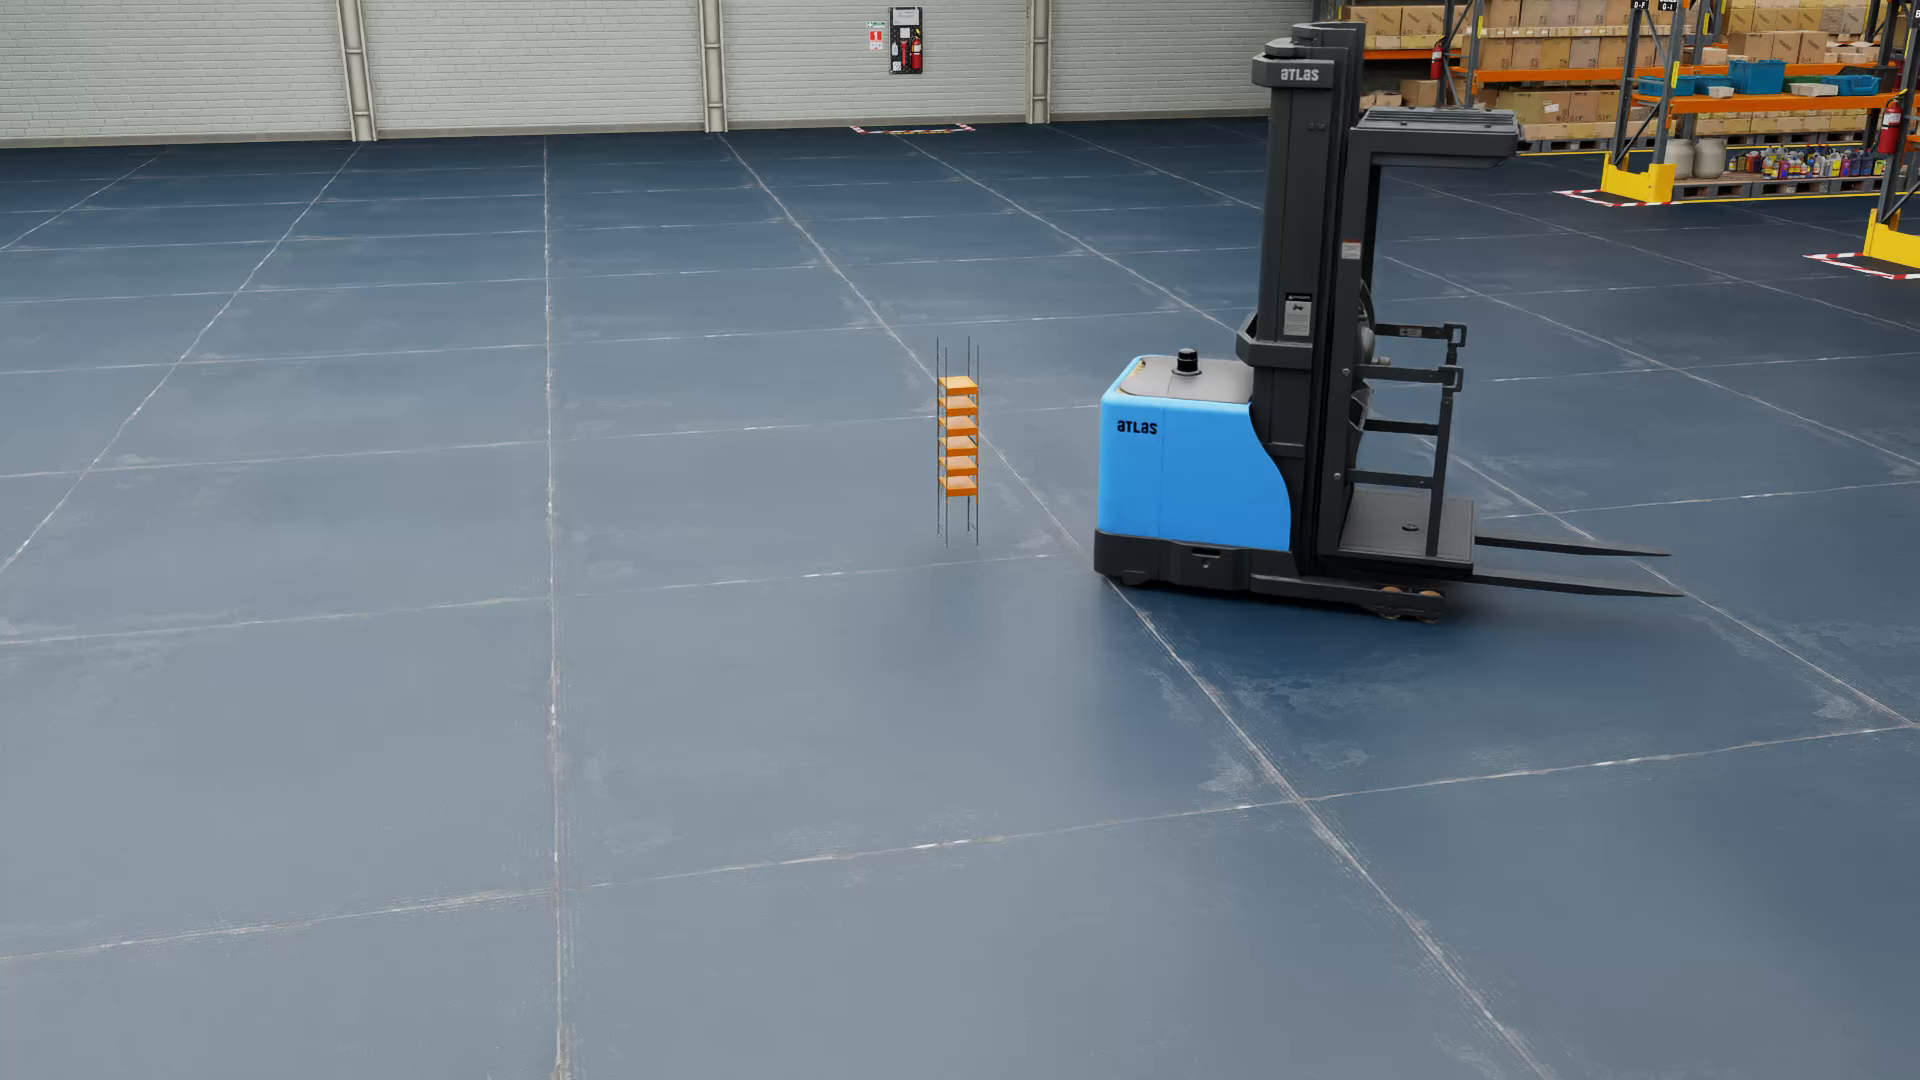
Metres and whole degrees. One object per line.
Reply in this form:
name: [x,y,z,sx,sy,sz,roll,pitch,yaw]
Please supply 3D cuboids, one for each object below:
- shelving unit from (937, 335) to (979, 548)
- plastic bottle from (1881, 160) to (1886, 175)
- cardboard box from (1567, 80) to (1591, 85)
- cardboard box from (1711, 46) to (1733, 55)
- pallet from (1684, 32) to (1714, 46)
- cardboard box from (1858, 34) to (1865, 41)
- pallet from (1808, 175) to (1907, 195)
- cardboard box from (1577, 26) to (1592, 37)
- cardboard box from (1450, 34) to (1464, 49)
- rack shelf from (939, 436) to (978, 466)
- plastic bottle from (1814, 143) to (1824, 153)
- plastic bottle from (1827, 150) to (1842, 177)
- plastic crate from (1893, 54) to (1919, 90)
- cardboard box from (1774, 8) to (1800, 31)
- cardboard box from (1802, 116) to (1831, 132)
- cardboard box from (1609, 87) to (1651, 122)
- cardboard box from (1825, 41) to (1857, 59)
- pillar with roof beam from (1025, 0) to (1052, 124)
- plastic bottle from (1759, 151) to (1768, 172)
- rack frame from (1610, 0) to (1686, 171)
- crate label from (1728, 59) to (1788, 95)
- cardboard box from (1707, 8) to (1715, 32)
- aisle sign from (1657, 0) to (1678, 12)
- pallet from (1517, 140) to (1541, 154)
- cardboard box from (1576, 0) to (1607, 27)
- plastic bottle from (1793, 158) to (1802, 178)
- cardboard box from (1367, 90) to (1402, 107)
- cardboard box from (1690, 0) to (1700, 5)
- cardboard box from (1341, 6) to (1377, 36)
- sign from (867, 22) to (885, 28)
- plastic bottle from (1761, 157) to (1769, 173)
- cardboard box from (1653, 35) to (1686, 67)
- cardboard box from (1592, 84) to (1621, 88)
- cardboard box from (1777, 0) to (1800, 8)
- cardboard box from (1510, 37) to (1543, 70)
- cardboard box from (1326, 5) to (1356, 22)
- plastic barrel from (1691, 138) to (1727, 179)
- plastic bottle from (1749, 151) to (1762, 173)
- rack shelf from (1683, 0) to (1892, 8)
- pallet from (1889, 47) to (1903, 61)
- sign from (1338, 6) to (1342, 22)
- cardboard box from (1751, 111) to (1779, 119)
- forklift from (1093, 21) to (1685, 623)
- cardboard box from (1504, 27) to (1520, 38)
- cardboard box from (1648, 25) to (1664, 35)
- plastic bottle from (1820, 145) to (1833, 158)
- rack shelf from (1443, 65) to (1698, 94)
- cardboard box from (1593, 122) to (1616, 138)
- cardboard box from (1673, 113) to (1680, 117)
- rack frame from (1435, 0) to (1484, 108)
shelving unit: [-0.014,-0.562,9.605,0.189,1.200,0.258,-5,21,-12]
plastic bottle: [12.701,-5.128,22.880,0.097,0.201,0.097,0,20,0]
cardboard box: [11.907,-8.839,32.577,0.500,0.500,0.700,-5,21,-14]
cardboard box: [12.660,-8.094,27.746,0.258,0.266,0.396,-5,21,-14]
pallet: [13.927,-9.819,32.537,1.003,0.211,1.213,-5,21,-12]
cardboard box: [17.984,-10.059,33.251,0.250,0.149,0.380,-4,21,-11]
pallet: [12.320,-5.019,23.210,1.213,0.211,1.003,-5,21,-12]
cardboard box: [9.881,-8.142,26.591,0.250,0.149,0.380,-4,21,-12]
cardboard box: [9.339,-9.403,31.311,0.500,0.250,0.500,-5,21,-13]
rack shelf: [-0.014,-0.521,9.620,0.180,0.103,0.258,-5,21,-12]
plastic bottle: [12.102,-5.406,23.423,0.185,0.351,0.144,-4,21,-11]
plastic bottle: [11.921,-5.143,22.704,0.185,0.351,0.144,-5,21,-13]
plastic crate: [13.384,-6.539,23.211,0.583,0.464,0.402,-5,21,-12]
cardboard box: [16.122,-10.227,32.765,0.500,0.500,0.500,-5,21,-13]
cardboard box: [14.292,-7.045,28.073,0.500,0.250,0.500,-4,21,-11]
cardboard box: [10.956,-7.139,27.239,0.500,0.500,0.500,-5,21,-12]
cardboard box: [14.824,-8.295,28.228,0.500,0.311,0.500,-5,21,-13]
pillar with roof beam: [2.444,-10.614,25.706,0.400,9.000,9.100,-5,21,-12]
plastic bottle: [11.163,-5.293,23.223,0.135,0.276,0.152,-5,21,-14]
rack frame: [9.090,-6.051,21.973,0.127,3.000,1.000,-5,21,-12]
crate label: [10.819,-6.304,22.612,0.616,0.435,0.502,-5,21,-12]
cardboard box: [14.995,-10.322,33.026,0.500,0.500,0.500,-5,21,-12]
aisle sign: [9.087,-7.168,21.243,0.004,0.787,0.394,-5,21,-12]
pallet: [8.688,-6.475,27.184,1.213,0.211,1.003,-5,21,-12]
cardboard box: [9.951,-8.526,26.697,0.500,0.500,0.700,-5,21,-12]
plastic bottle: [11.357,-5.051,22.570,0.097,0.271,0.097,0,20,0]
cardboard box: [8.059,-8.381,31.604,0.500,0.311,0.500,-3,20,-8]
cardboard box: [14.267,-10.522,32.449,0.250,0.149,0.380,-7,21,-20]
cardboard box: [7.344,-9.596,30.748,0.500,0.500,0.500,-5,21,-12]
sign: [-1.515,-9.309,30.043,0.331,0.109,0.001,-5,21,-12]
plastic bottle: [11.210,-5.218,23.126,0.097,0.201,0.097,0,20,0]
cardboard box: [11.416,-8.036,27.246,0.500,0.500,0.700,-5,21,-14]
cardboard box: [10.838,-7.310,27.707,0.500,0.500,0.500,-5,21,-12]
cardboard box: [16.105,-10.582,32.645,0.500,0.250,0.500,-5,21,-12]
cardboard box: [8.921,-7.833,26.690,0.500,0.500,0.700,-4,21,-11]
cardboard box: [7.220,-9.767,31.216,0.500,0.500,0.500,-5,21,-13]
plastic barrel: [10.201,-5.198,22.650,0.421,0.512,0.421,0,20,0]
plastic bottle: [11.053,-5.250,23.095,0.133,0.283,0.061,-5,21,-12]
rack shelf: [11.036,-7.280,22.013,4.000,0.370,1.077,-5,21,-12]
pallet: [16.383,-8.330,28.473,1.003,0.211,1.213,-5,21,-12]
sign: [6.935,-9.593,30.382,0.005,0.325,0.100,-5,21,-12]
cardboard box: [13.298,-7.224,27.747,0.500,0.311,0.500,-5,21,-14]
forklift: [2.312,-1.148,8.688,3.031,2.935,1.130,6,21,16]
cardboard box: [8.642,-8.042,26.319,0.250,0.149,0.380,-5,21,-14]
cardboard box: [11.136,-8.244,26.871,0.250,0.149,0.380,-5,21,-14]
plastic bottle: [12.135,-5.358,23.291,0.185,0.351,0.144,-5,21,-12]
rack shelf: [9.900,-7.530,27.056,4.000,0.370,1.077,-5,21,-12]
cardboard box: [10.474,-6.742,27.245,0.500,0.250,0.500,-5,21,-12]
cardboard box: [12.175,-7.324,28.019,0.500,0.311,0.500,-5,21,-12]
rack frame: [7.954,-7.710,26.501,0.127,3.000,1.000,-5,21,-12]
